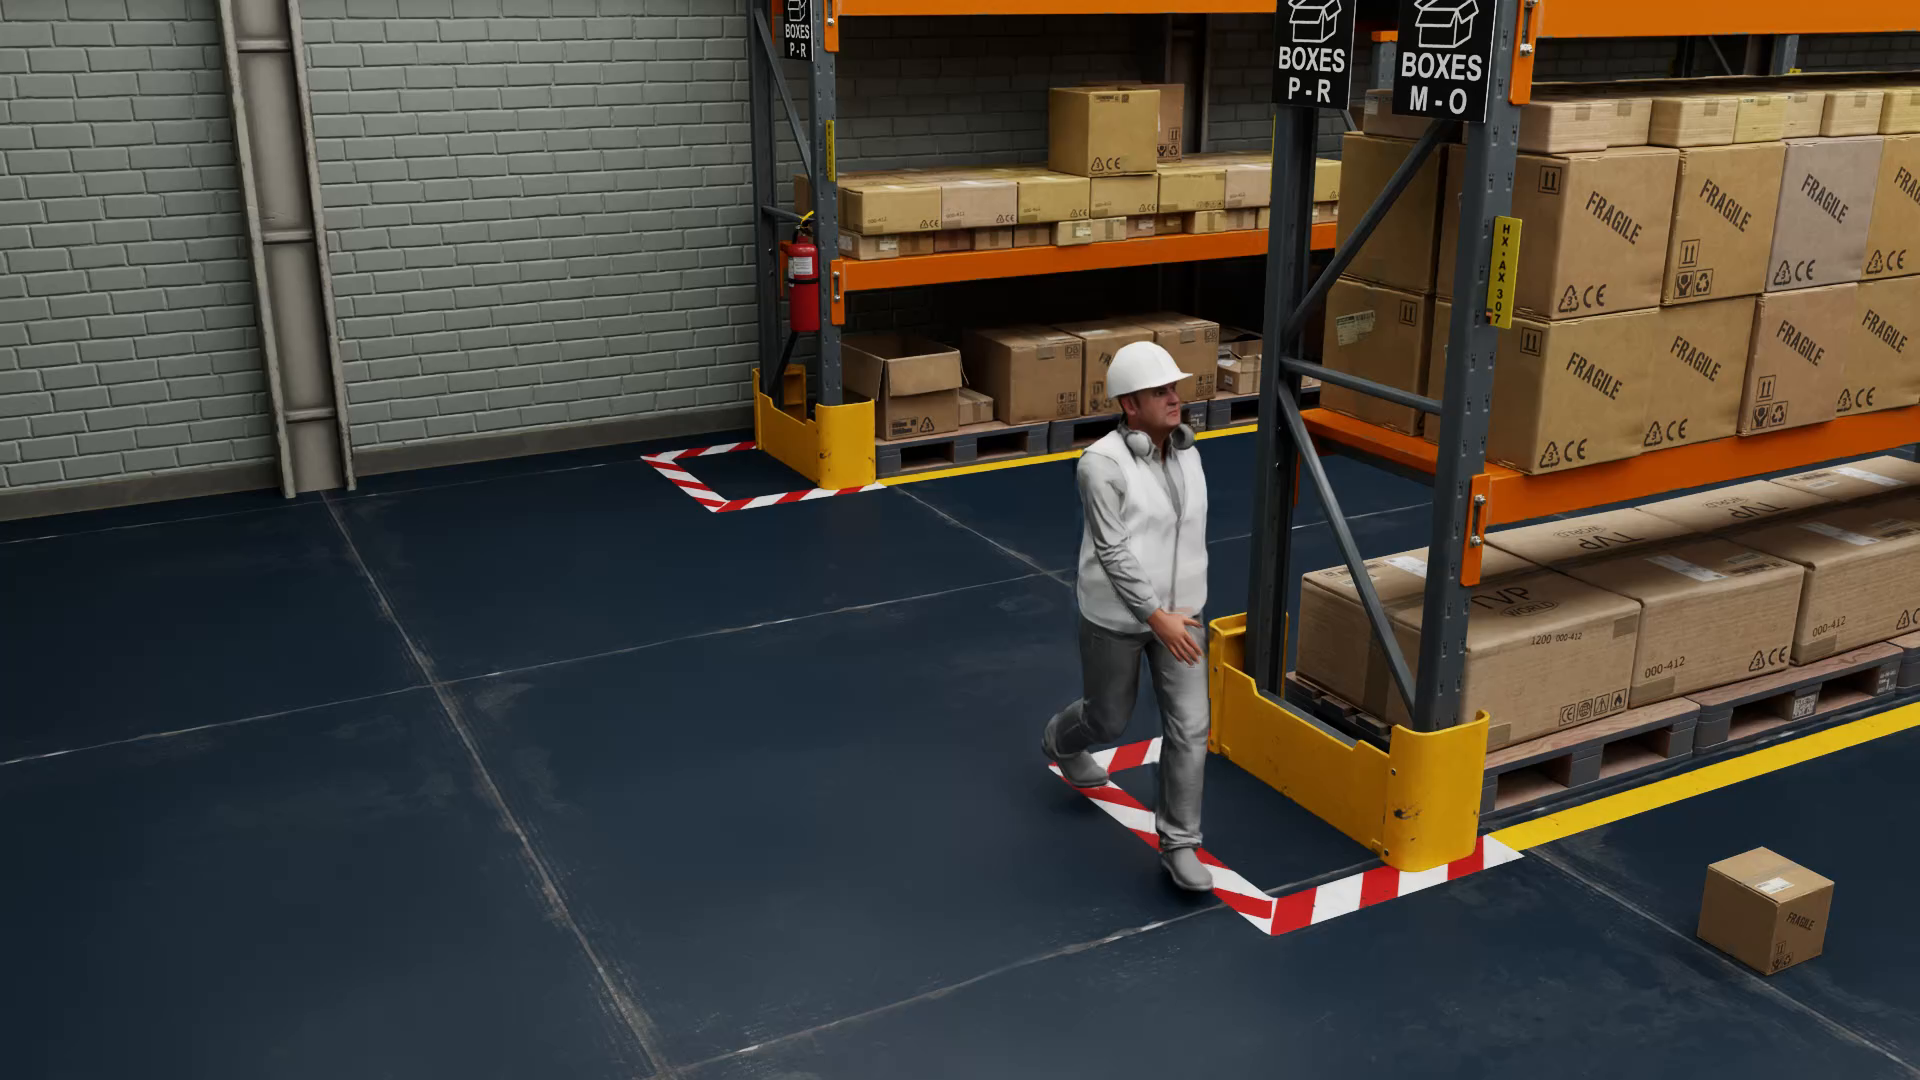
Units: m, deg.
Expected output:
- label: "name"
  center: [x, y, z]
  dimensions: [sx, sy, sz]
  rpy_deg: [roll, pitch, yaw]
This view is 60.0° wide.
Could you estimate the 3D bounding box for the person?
- label: "person"
  center: [0.590, 0.200, 5.448]
  dimensions: [0.514, 1.728, 0.999]
  rpy_deg: [-9, 20, -24]
